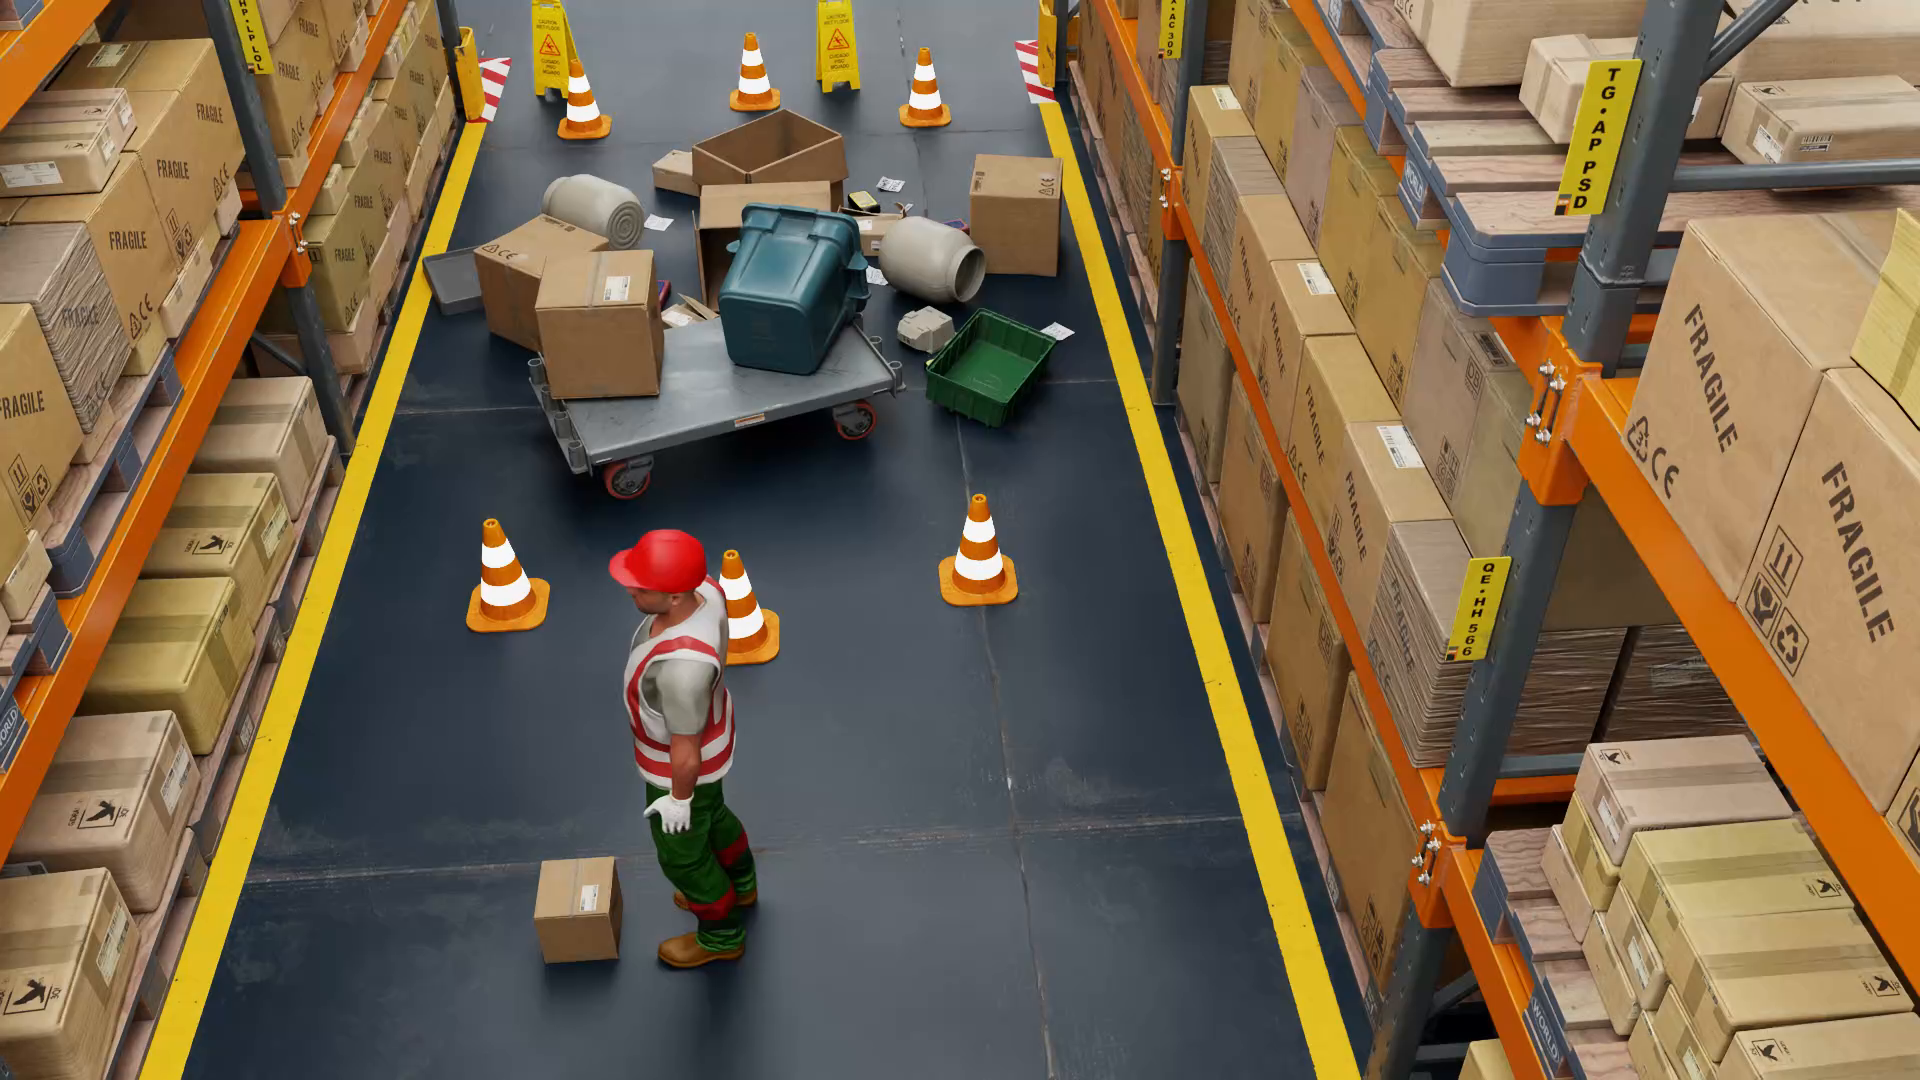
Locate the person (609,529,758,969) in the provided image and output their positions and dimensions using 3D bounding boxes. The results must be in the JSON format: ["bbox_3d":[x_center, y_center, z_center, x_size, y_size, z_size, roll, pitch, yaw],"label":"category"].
[{"bbox_3d":[-0.875,0.679,5.298,0.354,1.789,0.524,-2,39,-3],"label":"person"}]
